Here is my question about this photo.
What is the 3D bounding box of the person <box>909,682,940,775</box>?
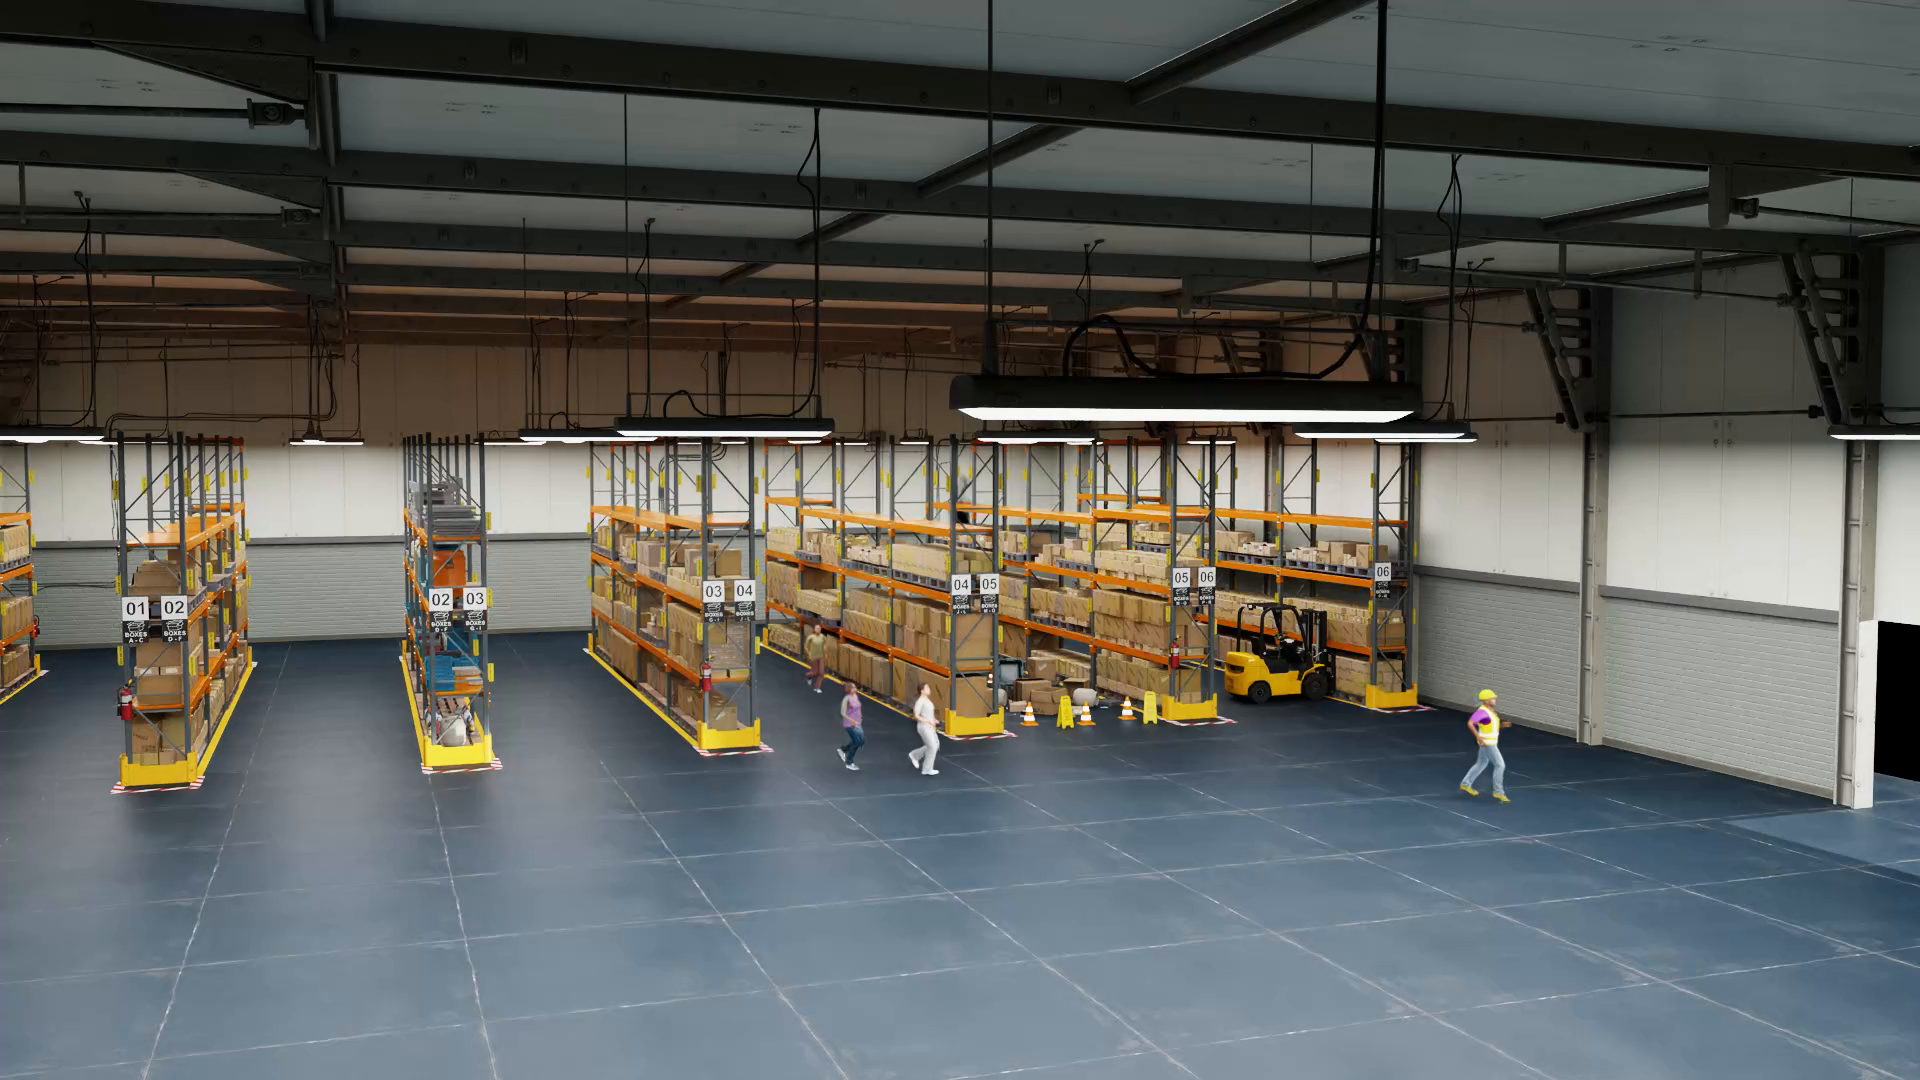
[{"bbox_3d":[-0.646,3.293,29.122,0.594,1.617,0.561,1,3,18],"label":"person"}]

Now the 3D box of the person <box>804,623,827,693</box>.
[{"bbox_3d":[-3.387,2.755,39.055,0.569,1.621,0.622,-2,4,-26],"label":"person"}]

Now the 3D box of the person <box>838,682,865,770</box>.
[{"bbox_3d":[-1.959,3.306,29.666,0.496,1.566,0.541,1,3,24],"label":"person"}]

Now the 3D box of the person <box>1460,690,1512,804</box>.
[{"bbox_3d":[8.535,3.335,26.957,0.820,1.819,0.677,1,3,19],"label":"person"}]

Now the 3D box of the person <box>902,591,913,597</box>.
[{"bbox_3d":[-1.571,2.006,51.206,0.654,1.581,0.561,-1,3,-18],"label":"person"}]
